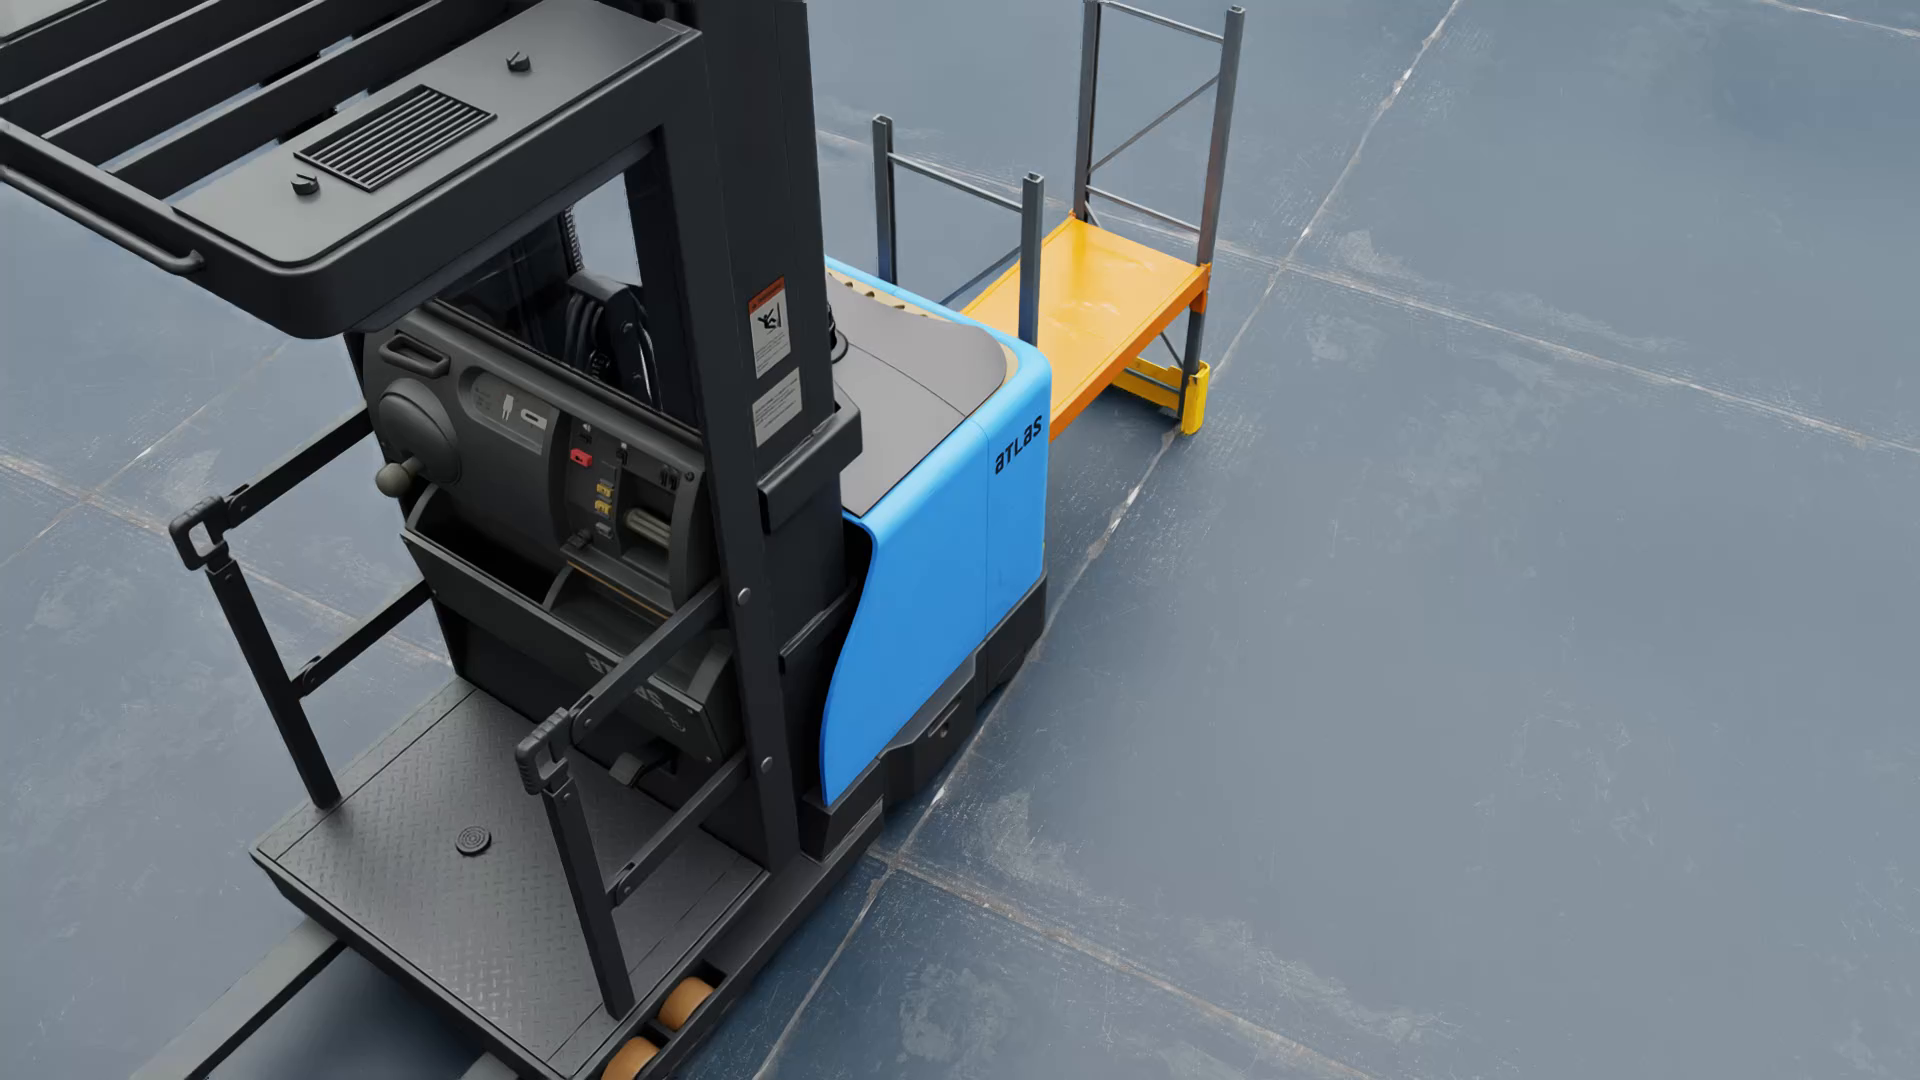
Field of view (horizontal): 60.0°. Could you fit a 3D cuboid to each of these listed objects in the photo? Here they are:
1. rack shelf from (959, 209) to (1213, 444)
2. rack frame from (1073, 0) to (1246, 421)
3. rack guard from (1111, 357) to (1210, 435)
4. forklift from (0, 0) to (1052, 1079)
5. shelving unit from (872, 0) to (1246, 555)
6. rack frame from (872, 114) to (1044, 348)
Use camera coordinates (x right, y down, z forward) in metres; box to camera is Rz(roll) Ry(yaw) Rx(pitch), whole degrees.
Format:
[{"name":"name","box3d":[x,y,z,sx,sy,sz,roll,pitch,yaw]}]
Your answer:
[{"name":"rack shelf","box3d":[0.284,-0.610,5.051,0.538,0.185,1.000,27,51,24]},{"name":"rack frame","box3d":[0.576,-1.032,5.215,0.500,1.500,0.032,27,51,24]},{"name":"rack guard","box3d":[0.565,-0.581,5.649,0.587,0.250,0.087,27,51,24]},{"name":"forklift","box3d":[-1.008,-0.088,3.276,1.130,2.935,3.031,27,51,24]},{"name":"shelving unit","box3d":[0.278,-0.731,4.918,0.587,1.500,1.083,27,51,24]},{"name":"rack frame","box3d":[-0.009,-0.441,4.631,0.500,1.500,0.032,27,51,24]}]
